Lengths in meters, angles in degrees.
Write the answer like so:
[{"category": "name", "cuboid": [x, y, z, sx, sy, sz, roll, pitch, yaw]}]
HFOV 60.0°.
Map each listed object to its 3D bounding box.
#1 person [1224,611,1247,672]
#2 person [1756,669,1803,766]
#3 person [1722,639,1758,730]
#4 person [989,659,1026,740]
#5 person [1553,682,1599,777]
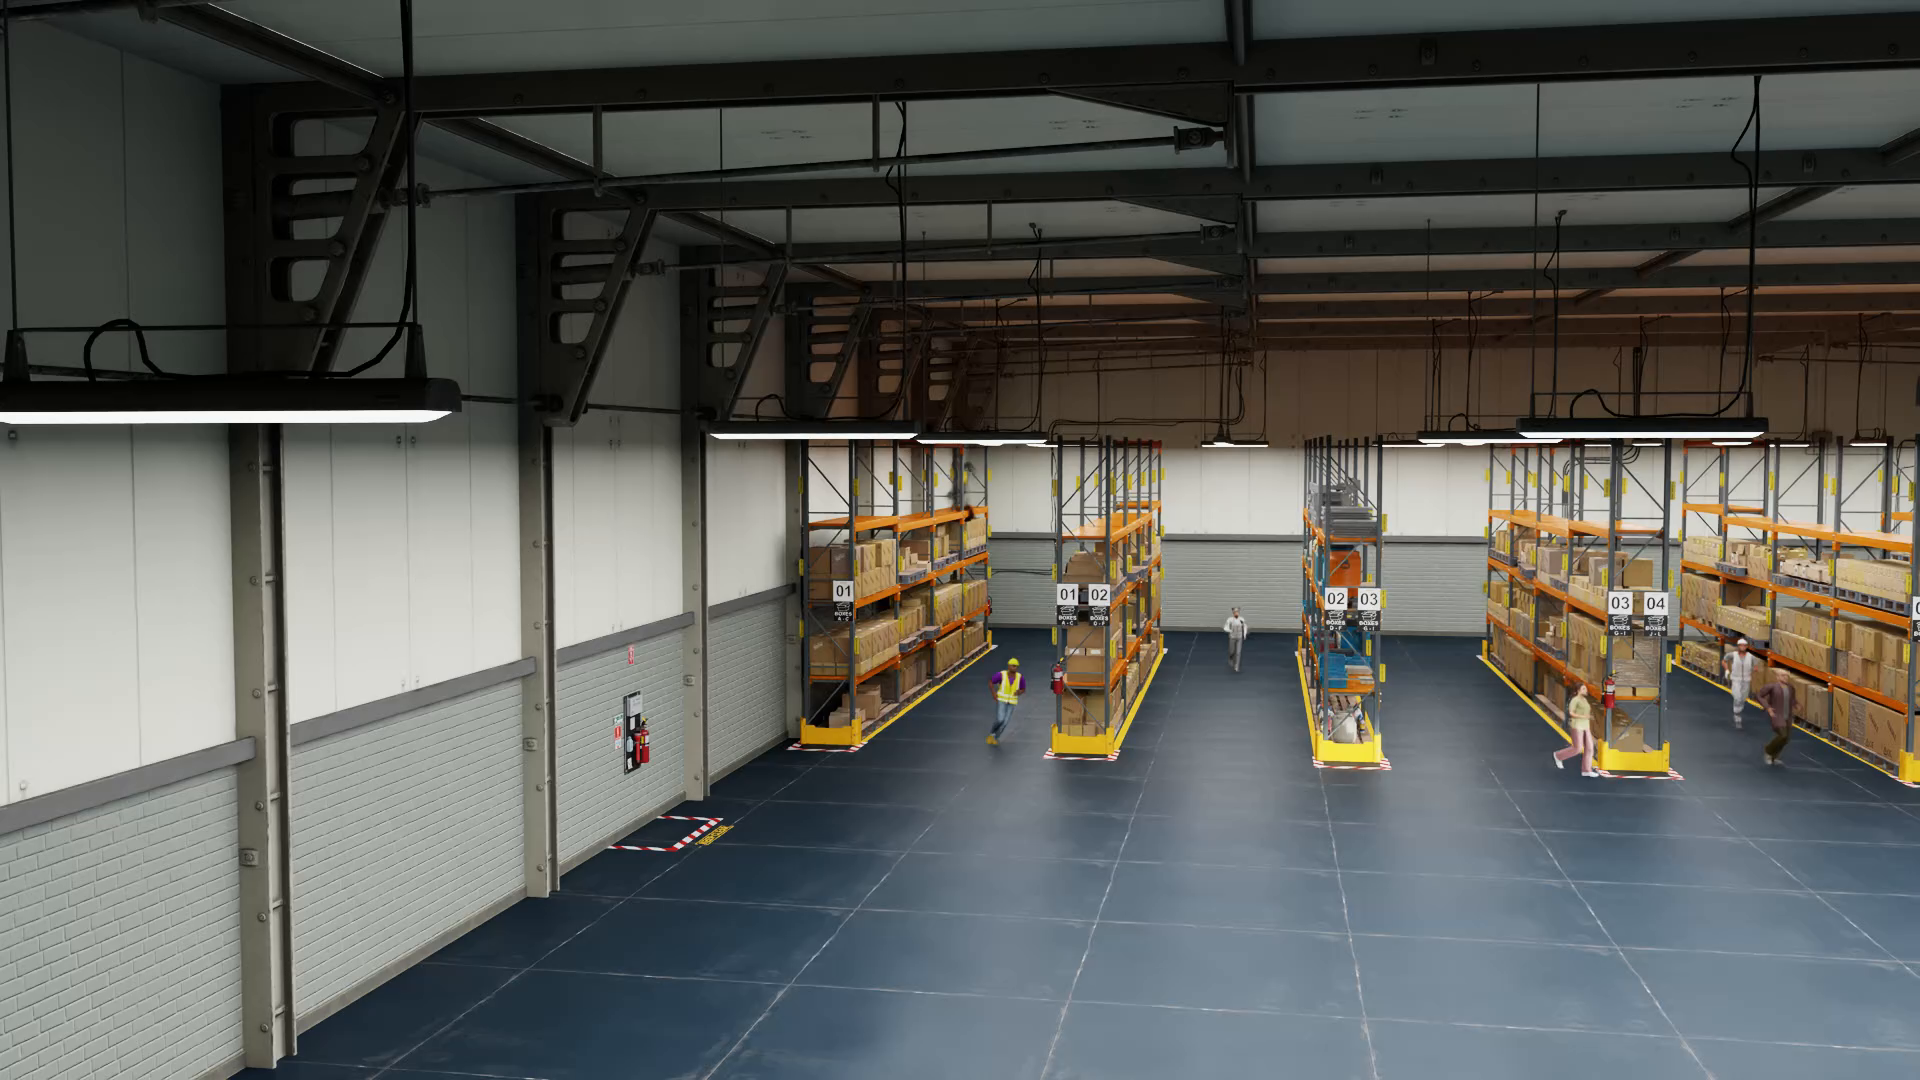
[{"category": "person", "cuboid": [7.147, 2.568, 43.088, 0.625, 1.619, 0.797, 0, 3, 1]}, {"category": "person", "cuboid": [14.858, 3.217, 30.051, 0.708, 1.755, 0.660, -1, 3, -13]}, {"category": "person", "cuboid": [16.164, 2.961, 34.431, 0.638, 1.845, 0.843, 1, 3, 9]}, {"category": "person", "cuboid": [0.933, 3.102, 32.213, 0.703, 1.621, 0.603, -1, 3, -15]}, {"category": "person", "cuboid": [10.845, 3.308, 29.201, 0.590, 1.645, 0.829, -3, 4, -40]}]
